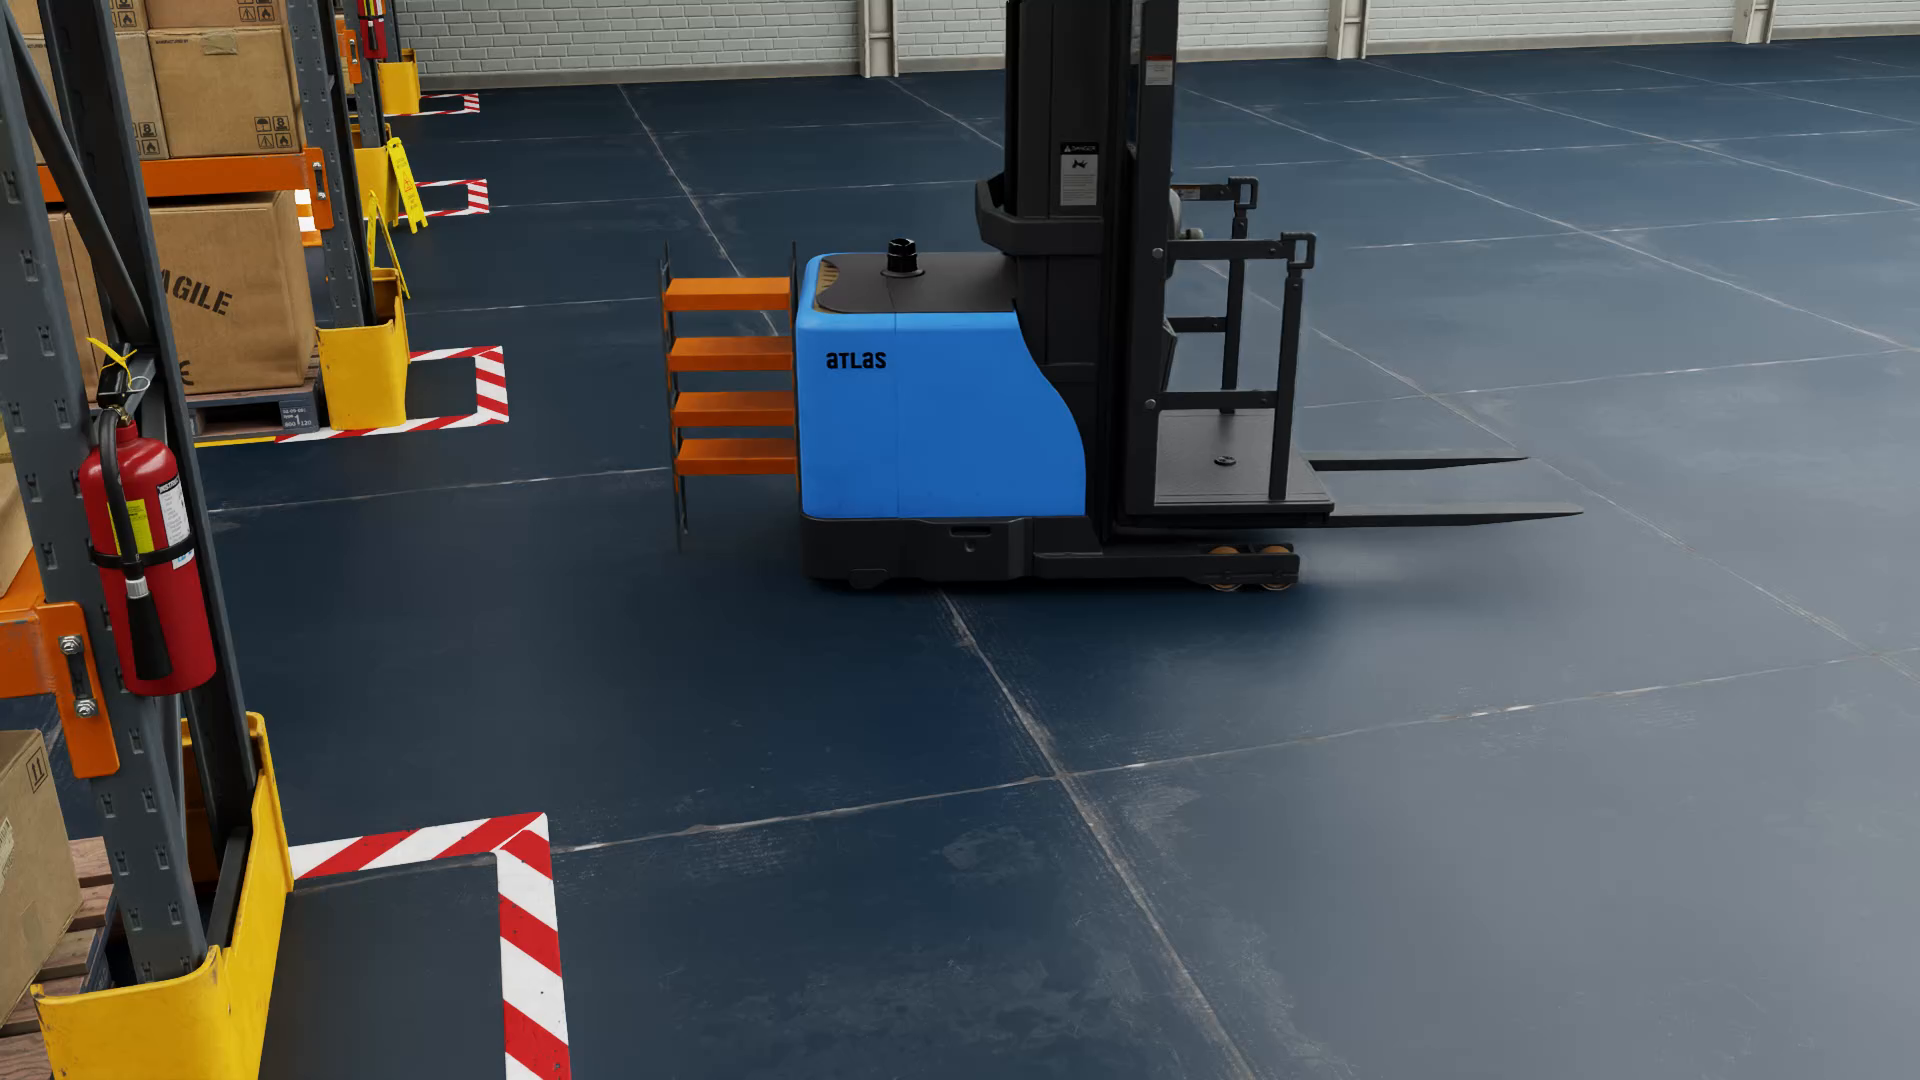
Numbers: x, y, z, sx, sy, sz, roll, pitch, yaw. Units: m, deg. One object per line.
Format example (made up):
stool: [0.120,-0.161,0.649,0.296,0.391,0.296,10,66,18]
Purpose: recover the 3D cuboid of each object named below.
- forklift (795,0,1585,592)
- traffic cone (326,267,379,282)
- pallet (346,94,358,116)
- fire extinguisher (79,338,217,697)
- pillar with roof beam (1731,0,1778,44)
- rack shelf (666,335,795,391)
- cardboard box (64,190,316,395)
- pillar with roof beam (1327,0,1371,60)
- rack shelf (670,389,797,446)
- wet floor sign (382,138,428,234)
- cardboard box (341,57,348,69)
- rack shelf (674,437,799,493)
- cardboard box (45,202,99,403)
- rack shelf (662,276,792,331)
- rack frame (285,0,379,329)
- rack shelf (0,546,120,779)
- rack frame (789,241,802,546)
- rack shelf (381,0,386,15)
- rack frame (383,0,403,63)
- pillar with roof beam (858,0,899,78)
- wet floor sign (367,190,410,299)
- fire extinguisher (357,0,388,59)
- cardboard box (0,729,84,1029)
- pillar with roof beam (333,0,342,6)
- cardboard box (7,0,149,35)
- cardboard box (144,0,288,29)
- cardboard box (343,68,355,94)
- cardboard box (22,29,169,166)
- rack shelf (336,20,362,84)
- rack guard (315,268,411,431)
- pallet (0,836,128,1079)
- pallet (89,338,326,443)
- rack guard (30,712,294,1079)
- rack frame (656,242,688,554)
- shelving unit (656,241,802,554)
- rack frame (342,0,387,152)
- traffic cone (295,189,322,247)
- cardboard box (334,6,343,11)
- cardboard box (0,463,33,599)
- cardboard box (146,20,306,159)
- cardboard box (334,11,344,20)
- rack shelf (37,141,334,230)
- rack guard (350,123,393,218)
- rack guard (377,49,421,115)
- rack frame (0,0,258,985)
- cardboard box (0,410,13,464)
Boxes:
forklift: [0.897,-1.360,6.203,3.031,2.935,1.130,-1,23,-2]
traffic cone: [-3.900,-1.913,10.621,0.334,0.463,0.336,-6,24,-14]
pallet: [-6.531,-4.505,16.981,1.213,0.211,1.003,-6,24,-14]
fire extinguisher: [-1.550,-0.039,3.134,0.183,0.674,0.296,-6,24,-14]
pillar with roof beam: [11.774,-9.191,16.759,0.400,9.000,9.100,-6,24,-14]
rack shelf: [-0.877,-0.691,6.442,0.480,0.148,0.258,-1,23,-2]
cardboard box: [-3.663,-1.250,8.021,0.875,0.875,0.875,-6,24,-14]
pillar with roof beam: [5.997,-8.552,15.269,0.400,9.000,9.100,-6,24,-14]
rack shelf: [-0.877,-0.485,6.530,0.480,0.148,0.258,-1,23,-2]
wet floor sign: [-3.990,-2.531,11.831,0.232,0.644,0.267,2,23,4]
cardboard box: [-6.191,-4.872,16.621,0.500,0.250,0.500,-7,24,-15]
rack shelf: [-0.877,-0.303,6.608,0.480,0.148,0.258,-1,23,-2]
cardboard box: [-4.509,-1.156,7.801,0.875,0.875,0.875,-7,24,-15]
rack shelf: [-0.877,-0.908,6.349,0.480,0.148,0.258,-1,23,-2]
rack frame: [-3.027,-2.131,7.912,0.127,3.000,1.000,-6,24,-14]
rack shelf: [-3.711,0.307,3.144,4.000,0.370,1.077,-6,24,-14]
rack frame: [-0.633,-0.551,6.512,0.015,1.200,0.240,-1,23,-2]
rack shelf: [-7.732,-5.340,16.303,4.000,0.370,1.077,-6,24,-14]
rack frame: [-5.806,-5.884,16.658,0.127,3.000,1.000,-6,24,-14]
pillar with roof beam: [0.220,-7.913,13.780,0.400,9.000,9.100,-6,24,-14]
wet floor sign: [-3.534,-1.804,10.135,0.232,0.644,0.267,-11,25,-23]
fire extinguisher: [-4.227,-3.801,11.903,0.183,0.674,0.296,-6,24,-14]
cardboard box: [-2.391,0.779,3.768,0.500,0.500,0.500,-2,23,-5]
pillar with roof beam: [-5.557,-7.274,12.290,0.400,9.000,9.100,-6,24,-14]
cardboard box: [-3.900,-2.578,7.394,0.550,0.550,0.875,-6,24,-14]
cardboard box: [-3.395,-2.671,7.612,0.550,0.550,0.875,-6,24,-14]
cardboard box: [-6.173,-4.643,16.721,0.500,0.250,0.500,-6,24,-14]
cardboard box: [-3.896,-2.076,7.594,0.550,0.550,0.875,-6,24,-14]
rack shelf: [-6.388,-3.456,11.912,4.000,0.370,1.077,-6,24,-14]
rack guard: [-3.004,-0.985,8.411,0.348,0.500,1.175,-6,24,-14]
pallet: [-2.650,1.126,3.859,1.213,0.211,1.003,-6,24,-14]
pallet: [-3.776,-0.735,8.194,1.213,0.211,1.003,-6,24,-14]
rack guard: [-1.858,0.920,3.972,0.348,0.500,1.175,-6,24,-14]
rack frame: [-1.121,-0.543,6.495,0.015,1.200,0.240,-1,23,-2]
shelving unit: [-0.877,-0.547,6.504,0.503,1.200,0.258,-1,23,-2]
rack frame: [-4.462,-3.999,12.267,0.127,3.000,1.000,-6,24,-14]
traffic cone: [-4.527,-2.298,11.519,0.334,0.463,0.336,-6,24,-14]
cardboard box: [-6.320,-5.293,16.968,0.500,0.250,0.500,-7,24,-15]
cardboard box: [-2.004,-0.013,3.294,0.250,0.149,0.380,-6,24,-14]
cardboard box: [-3.373,-2.143,7.750,0.550,0.550,0.875,-6,24,-14]
cardboard box: [-6.165,-5.105,16.530,0.500,0.250,0.500,-5,24,-13]
rack shelf: [-4.953,-1.587,7.557,4.000,0.370,1.077,-6,24,-14]
rack guard: [-4.535,-2.843,12.741,0.348,0.500,1.175,-6,24,-14]
rack guard: [-5.783,-4.737,17.157,0.348,0.500,1.175,-6,24,-14]
rack frame: [-1.785,-0.237,3.498,0.127,3.000,1.000,-6,24,-14]
cardboard box: [-2.124,-0.182,3.688,0.250,0.149,0.380,-6,24,-14]
